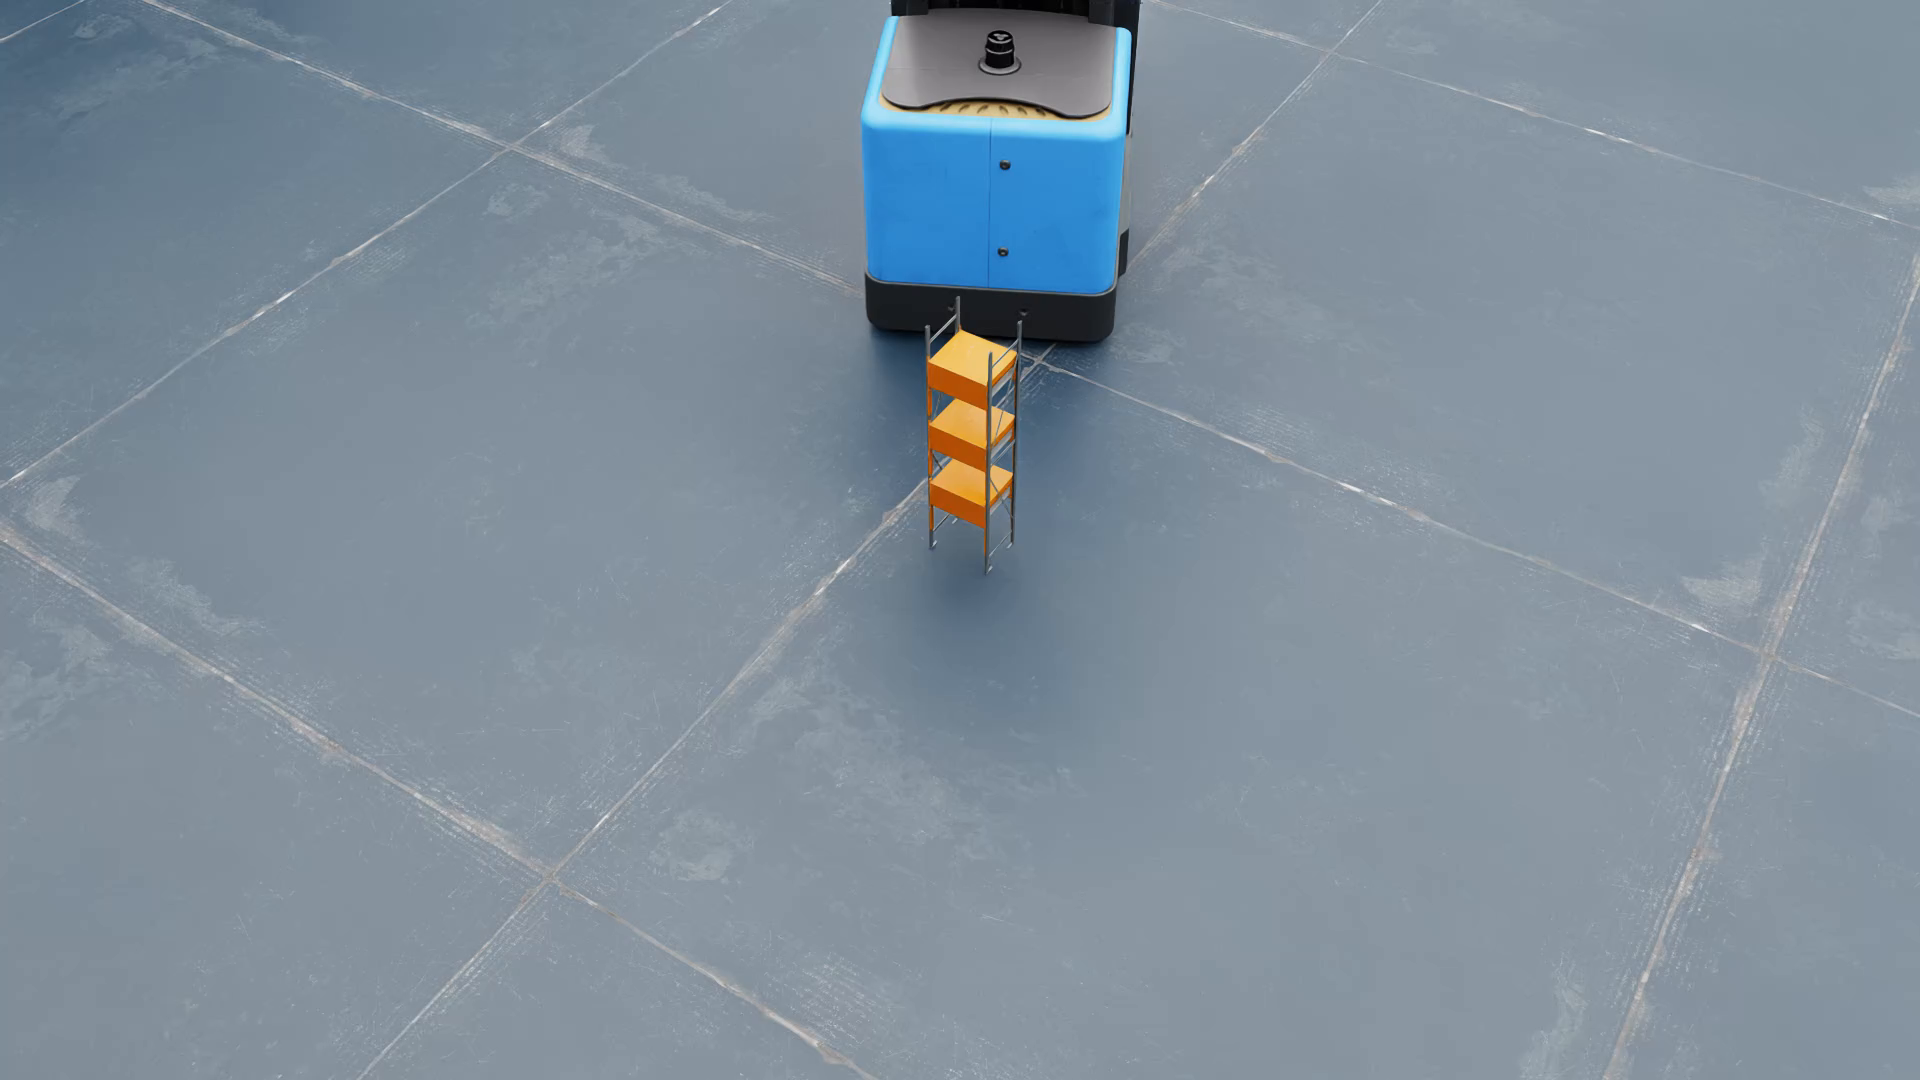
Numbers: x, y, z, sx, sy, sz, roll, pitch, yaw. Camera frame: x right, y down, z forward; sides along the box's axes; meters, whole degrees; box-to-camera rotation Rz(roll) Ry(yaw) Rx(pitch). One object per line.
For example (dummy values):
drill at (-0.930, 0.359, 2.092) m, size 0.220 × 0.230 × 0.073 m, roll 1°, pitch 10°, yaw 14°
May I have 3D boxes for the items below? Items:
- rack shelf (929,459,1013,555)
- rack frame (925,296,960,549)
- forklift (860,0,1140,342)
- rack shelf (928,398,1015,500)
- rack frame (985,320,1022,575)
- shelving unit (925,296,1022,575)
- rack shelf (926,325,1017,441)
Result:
rack shelf at (0.045, -0.144, 6.060) m, size 0.240 × 0.259 × 0.215 m, roll 25°, pitch 51°, yaw 22°
rack frame at (-0.058, -0.392, 5.899) m, size 0.008 × 1.050 × 0.200 m, roll 25°, pitch 51°, yaw 22°
forklift at (0.267, -2.910, 7.034) m, size 1.130 × 2.935 × 3.031 m, roll 4°, pitch 46°, yaw 4°
rack shelf at (0.045, -0.338, 5.861) m, size 0.240 × 0.259 × 0.215 m, roll 25°, pitch 51°, yaw 22°
rack frame at (0.148, -0.298, 5.807) m, size 0.008 × 1.050 × 0.200 m, roll 25°, pitch 51°, yaw 22°
shelving unit at (0.045, -0.345, 5.853) m, size 0.252 × 1.050 × 0.215 m, roll 25°, pitch 51°, yaw 22°
rack shelf at (0.045, -0.536, 5.657) m, size 0.240 × 0.259 × 0.215 m, roll 25°, pitch 51°, yaw 22°
